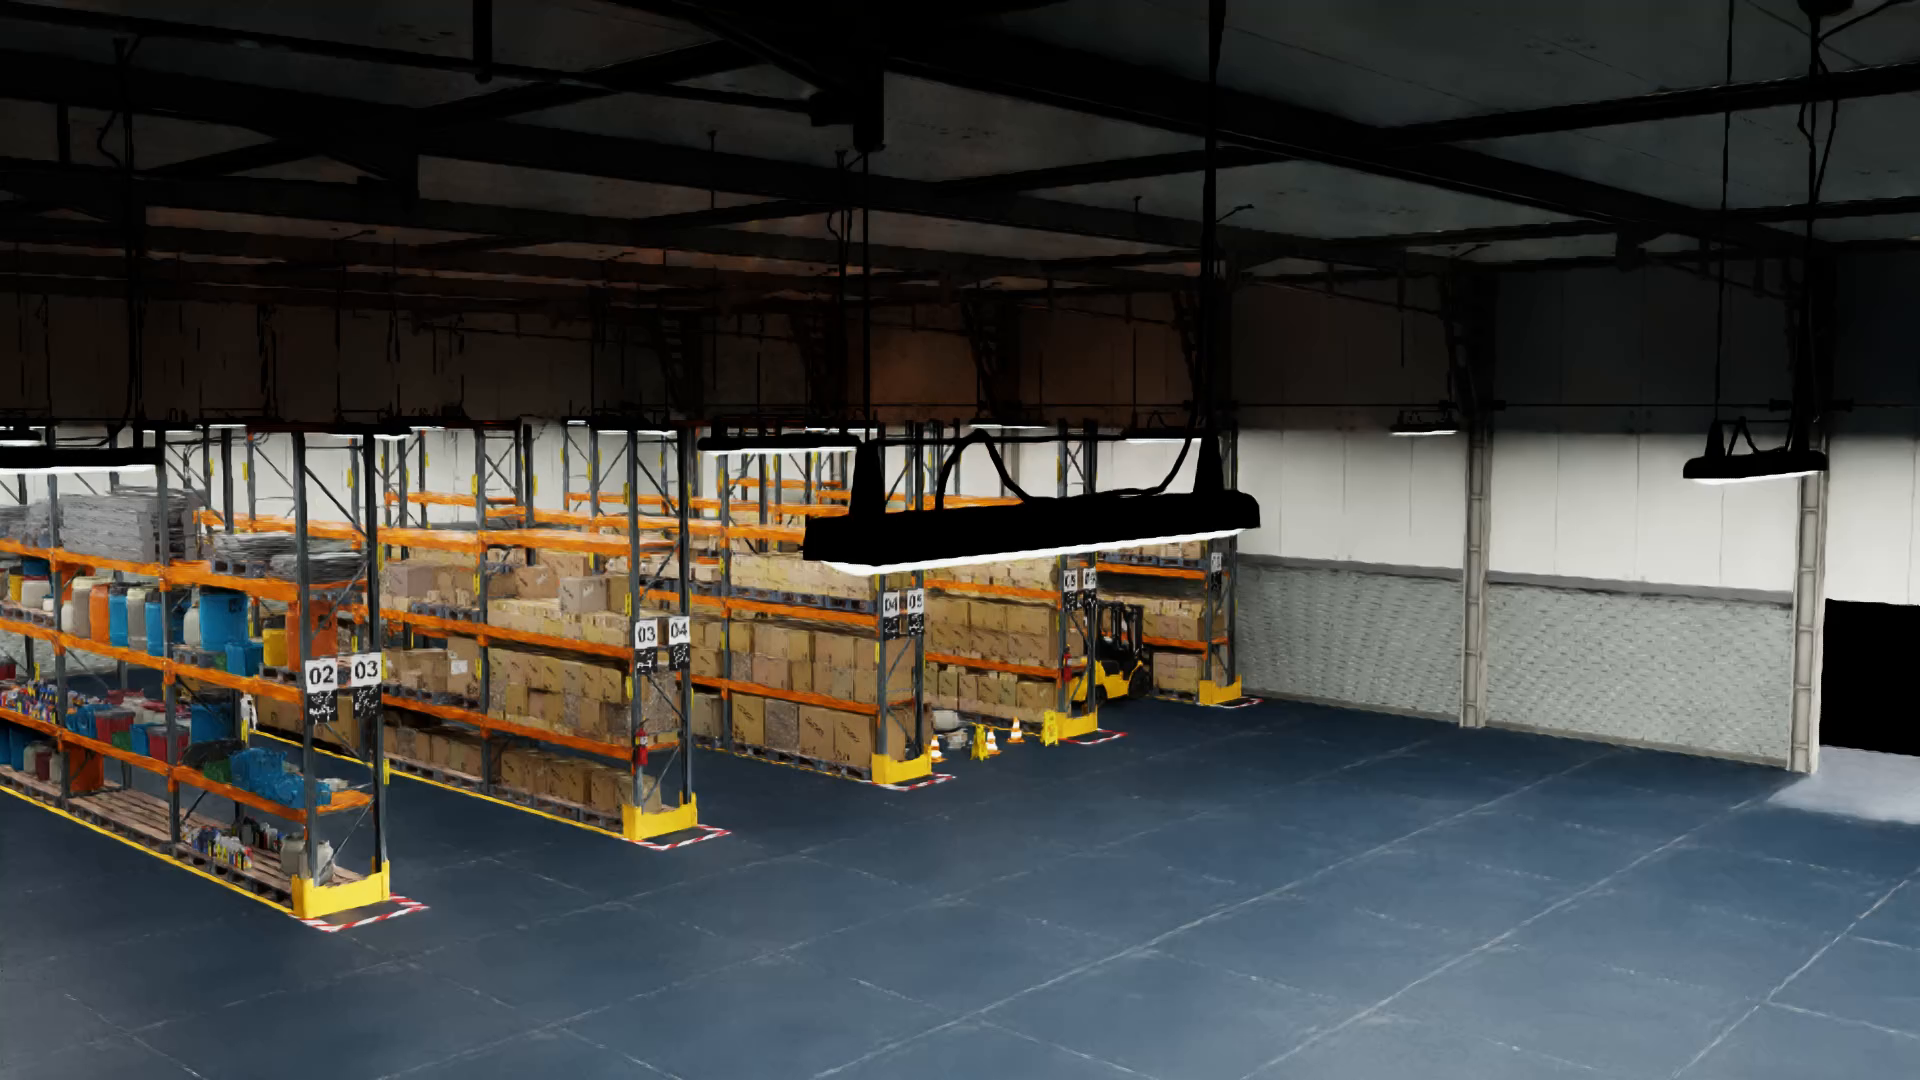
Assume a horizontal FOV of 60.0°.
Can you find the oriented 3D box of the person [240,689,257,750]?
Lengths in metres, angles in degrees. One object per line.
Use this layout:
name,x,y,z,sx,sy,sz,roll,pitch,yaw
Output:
person,-12.371,3.195,28.511,0.512,1.632,0.639,4,6,40
